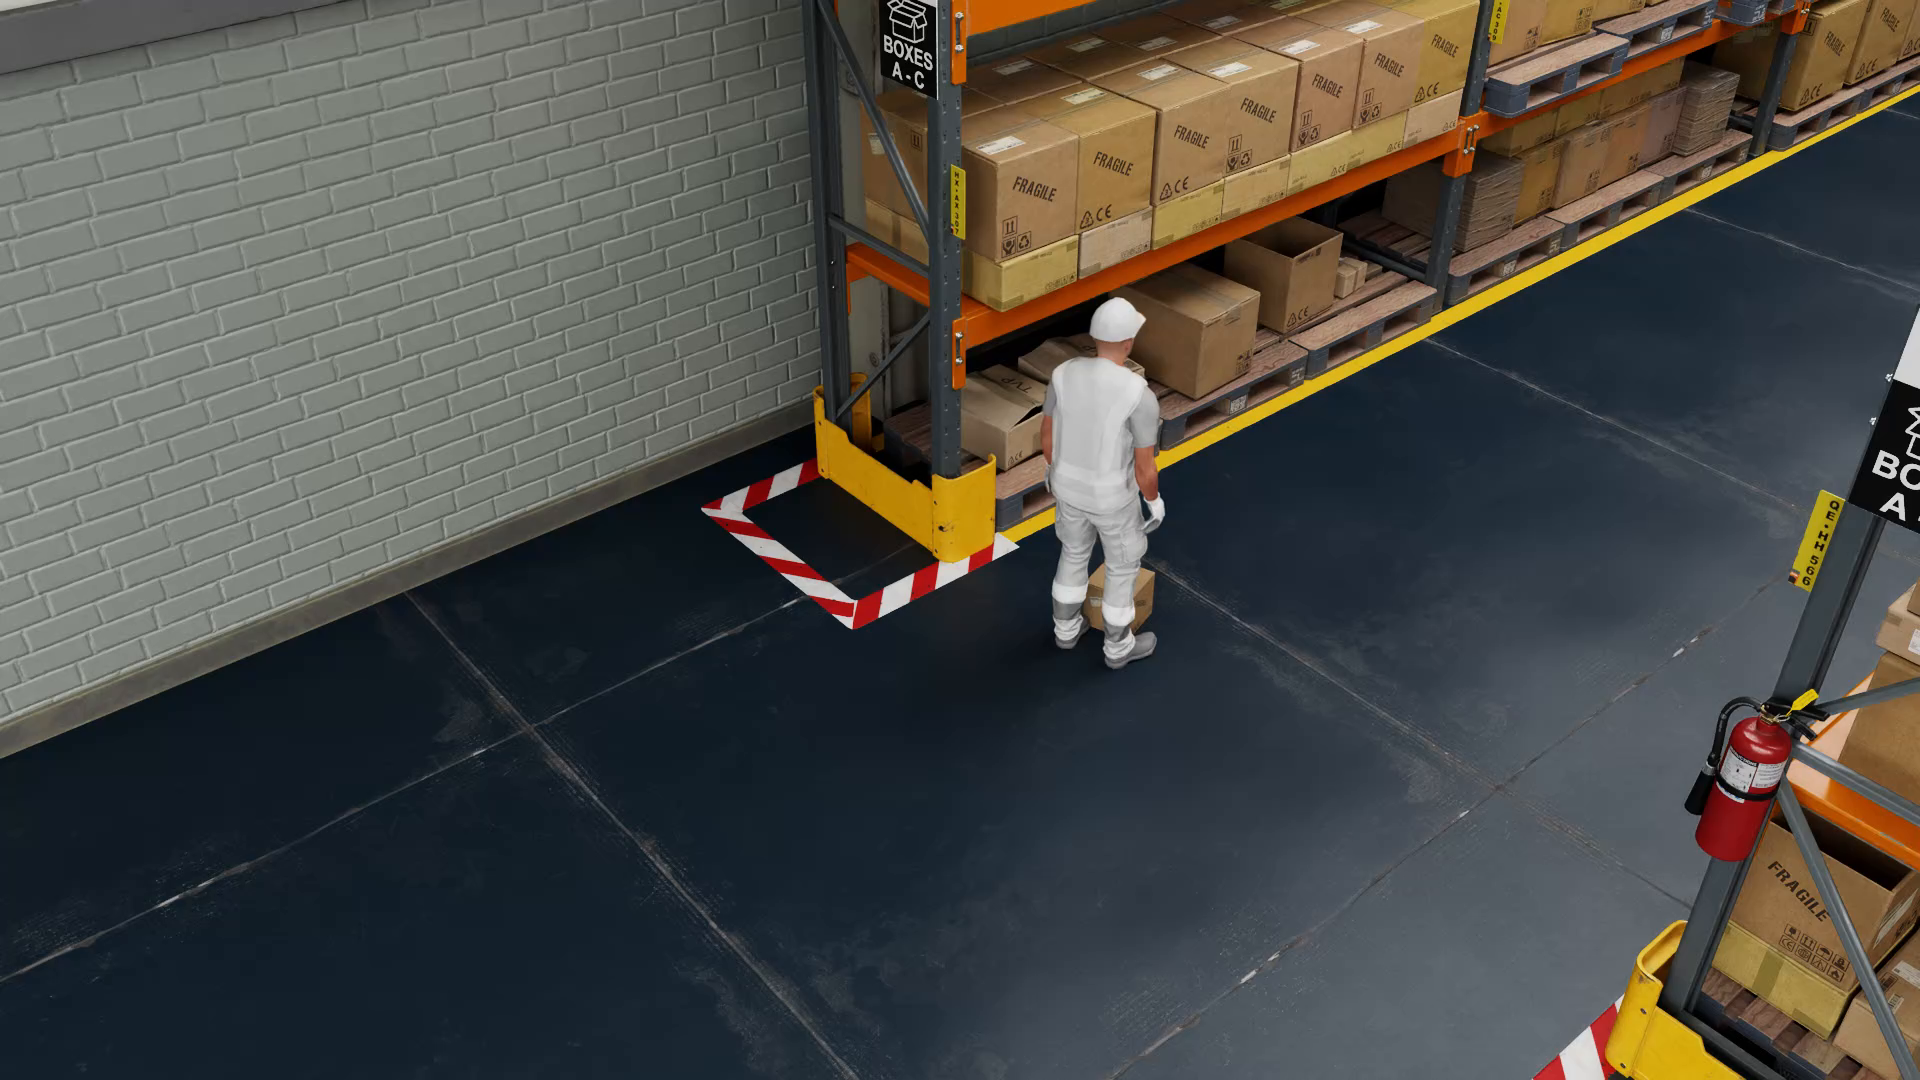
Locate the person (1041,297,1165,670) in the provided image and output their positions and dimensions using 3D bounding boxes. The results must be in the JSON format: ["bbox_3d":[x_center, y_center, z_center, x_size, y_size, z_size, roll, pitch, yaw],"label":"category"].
[{"bbox_3d":[0.634,-0.236,7.396,0.610,1.779,0.455,23,42,29],"label":"person"}]
